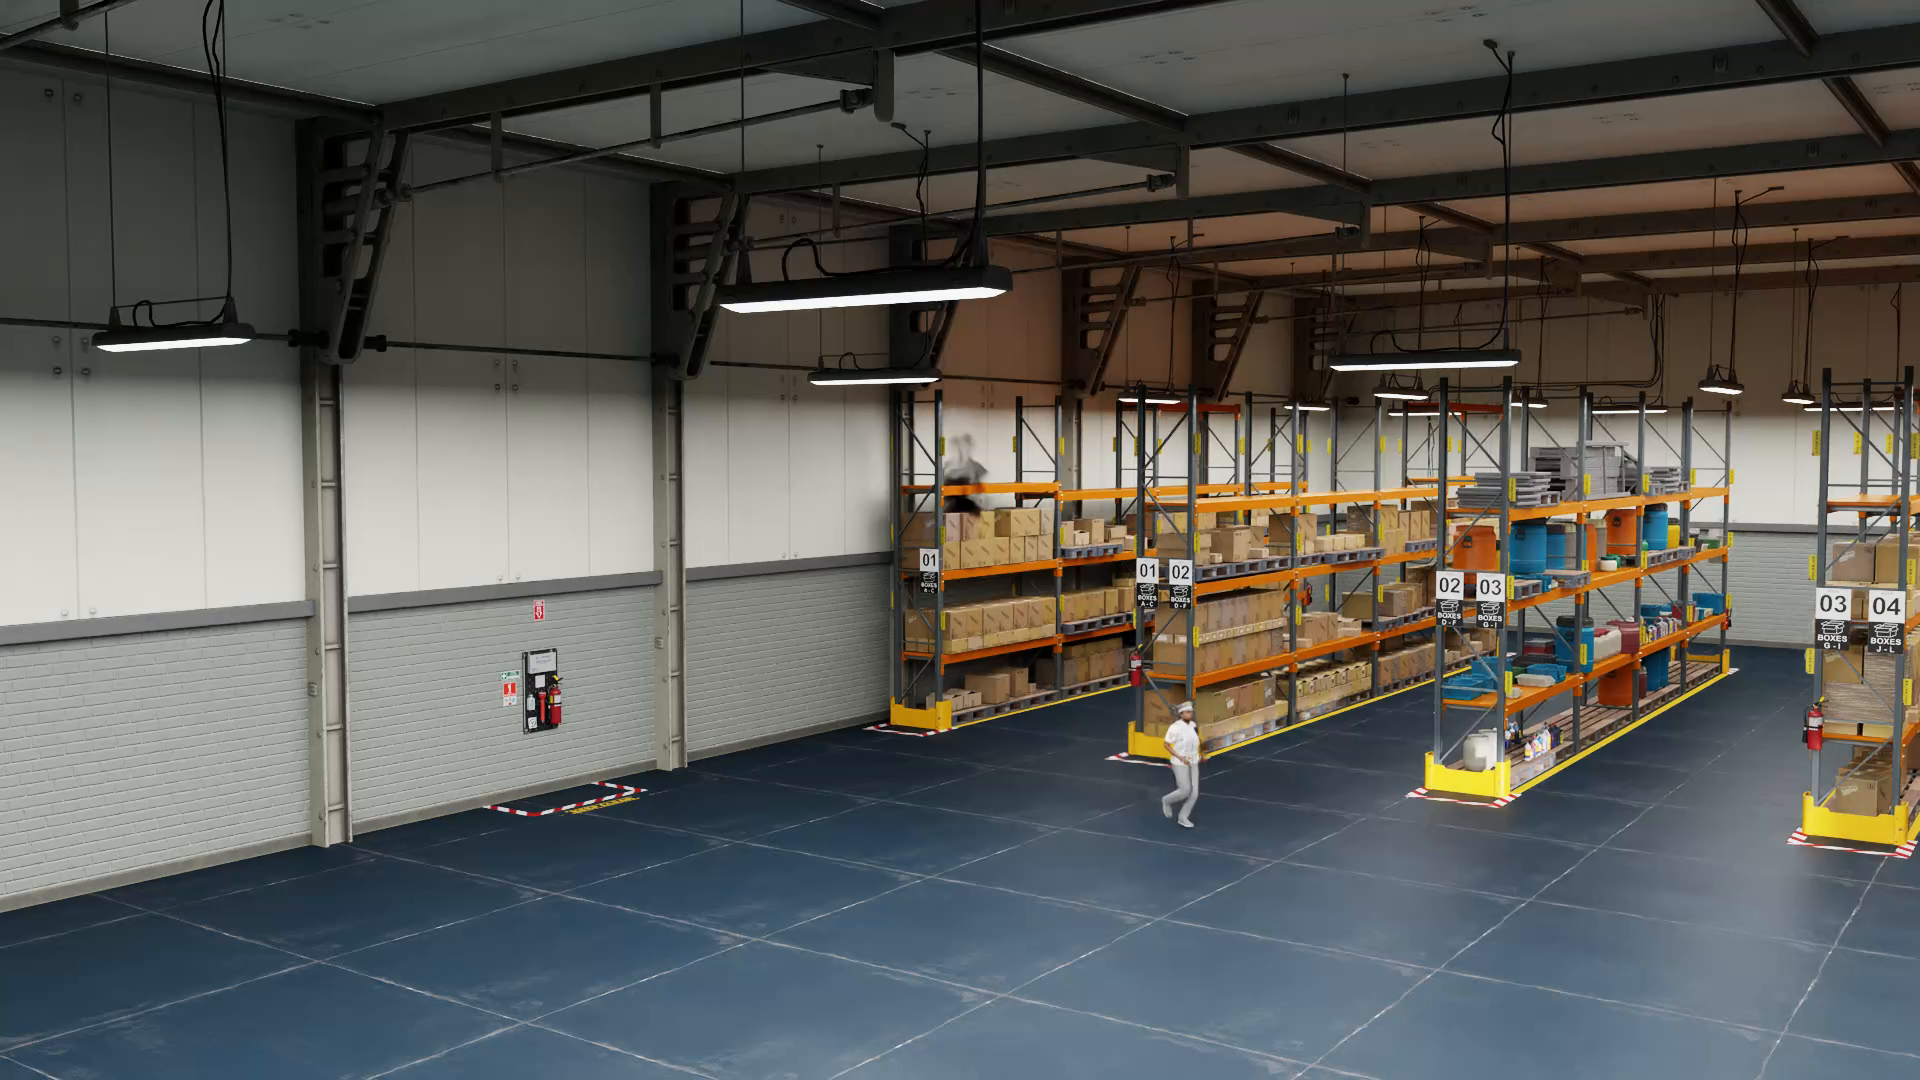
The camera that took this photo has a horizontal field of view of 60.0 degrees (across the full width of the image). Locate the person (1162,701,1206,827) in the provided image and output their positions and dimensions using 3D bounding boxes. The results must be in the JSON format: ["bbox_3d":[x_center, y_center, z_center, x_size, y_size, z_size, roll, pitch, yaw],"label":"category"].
[{"bbox_3d":[2.949,2.941,21.946,0.564,1.650,0.549,-2,4,-35],"label":"person"}]

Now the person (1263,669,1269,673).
[{"bbox_3d":[6.266,2.159,35.082,0.689,1.740,0.747,2,4,30],"label":"person"}]
